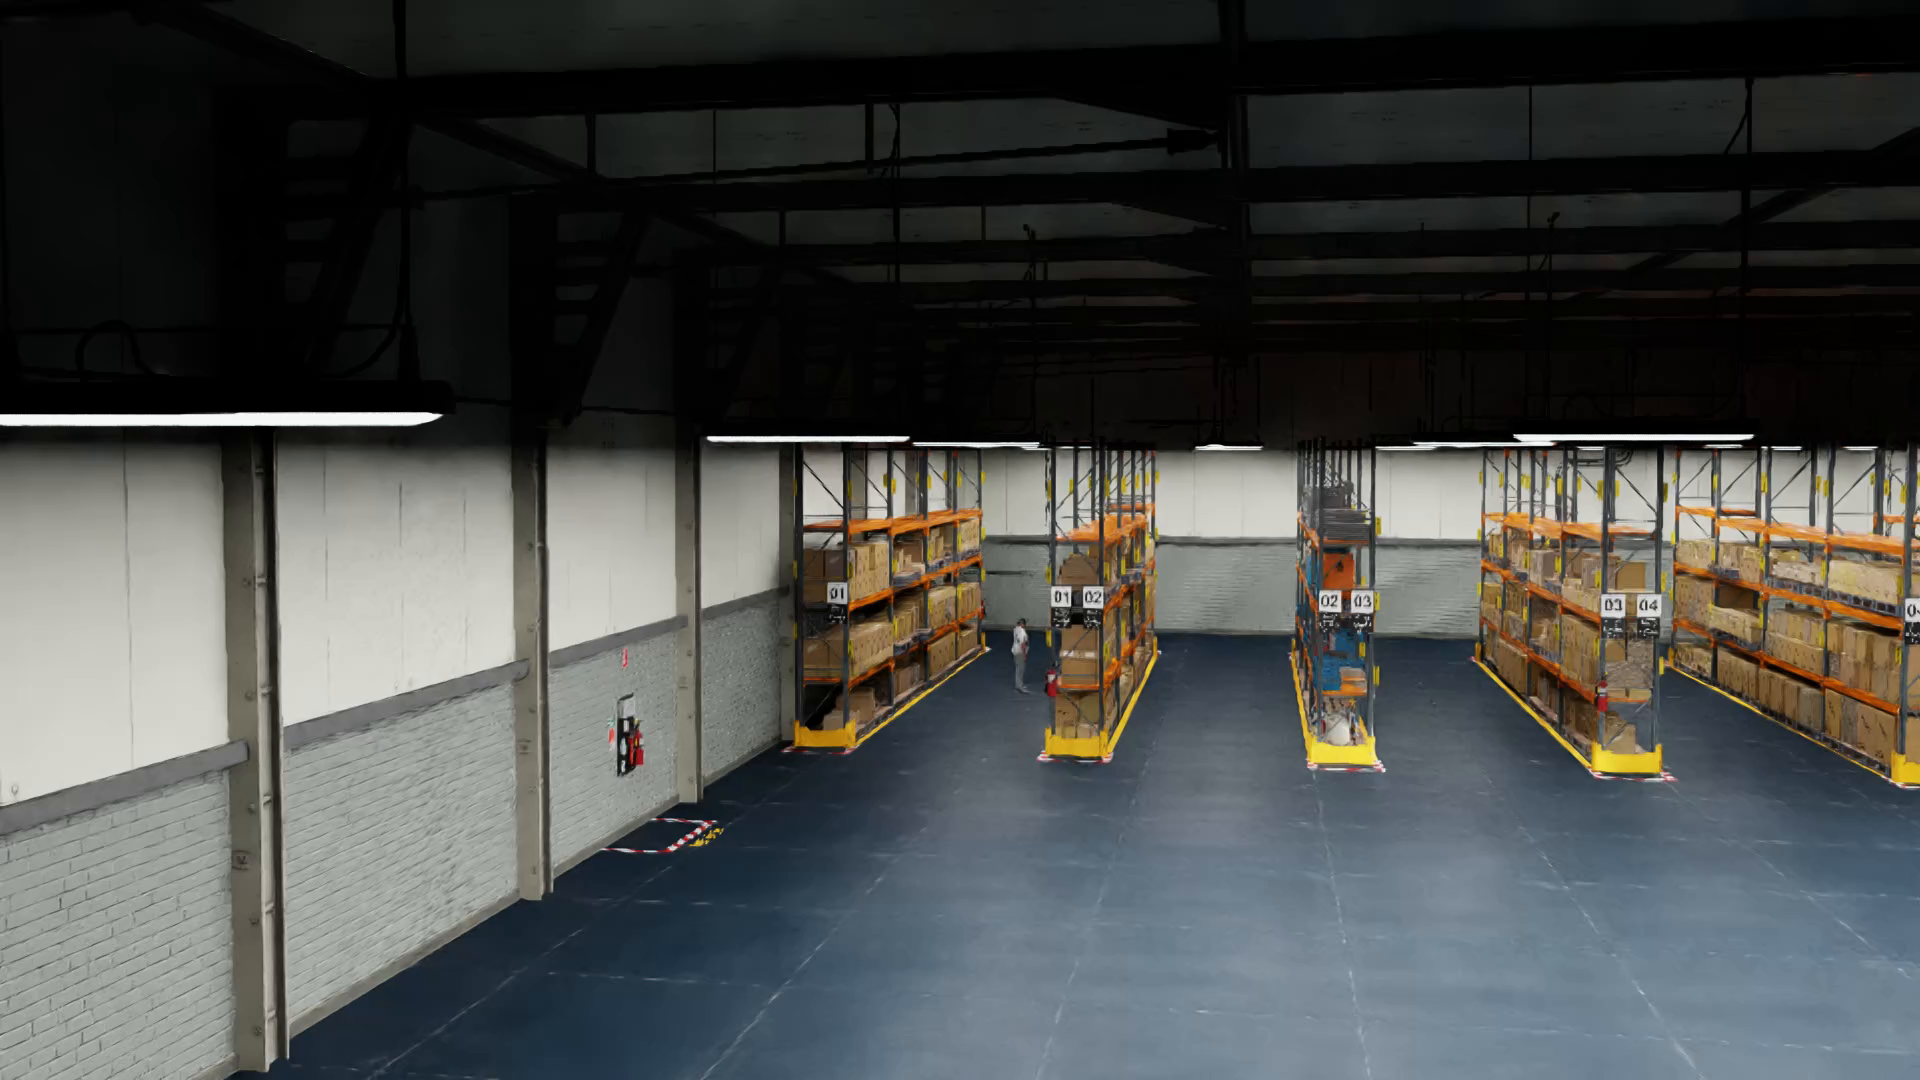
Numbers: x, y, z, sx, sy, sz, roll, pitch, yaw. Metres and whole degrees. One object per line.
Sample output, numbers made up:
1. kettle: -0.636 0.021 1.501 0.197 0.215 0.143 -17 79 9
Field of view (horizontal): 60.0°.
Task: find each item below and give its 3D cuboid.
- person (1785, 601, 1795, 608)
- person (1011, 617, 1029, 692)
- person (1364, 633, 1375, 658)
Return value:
1. person: 22.674 2.498 45.314 0.370 1.640 0.568 -1 3 -21
2. person: 1.495 2.720 39.847 0.492 1.768 0.628 -1 3 -19
3. person: 11.306 2.470 46.408 0.480 1.596 0.955 0 3 4
